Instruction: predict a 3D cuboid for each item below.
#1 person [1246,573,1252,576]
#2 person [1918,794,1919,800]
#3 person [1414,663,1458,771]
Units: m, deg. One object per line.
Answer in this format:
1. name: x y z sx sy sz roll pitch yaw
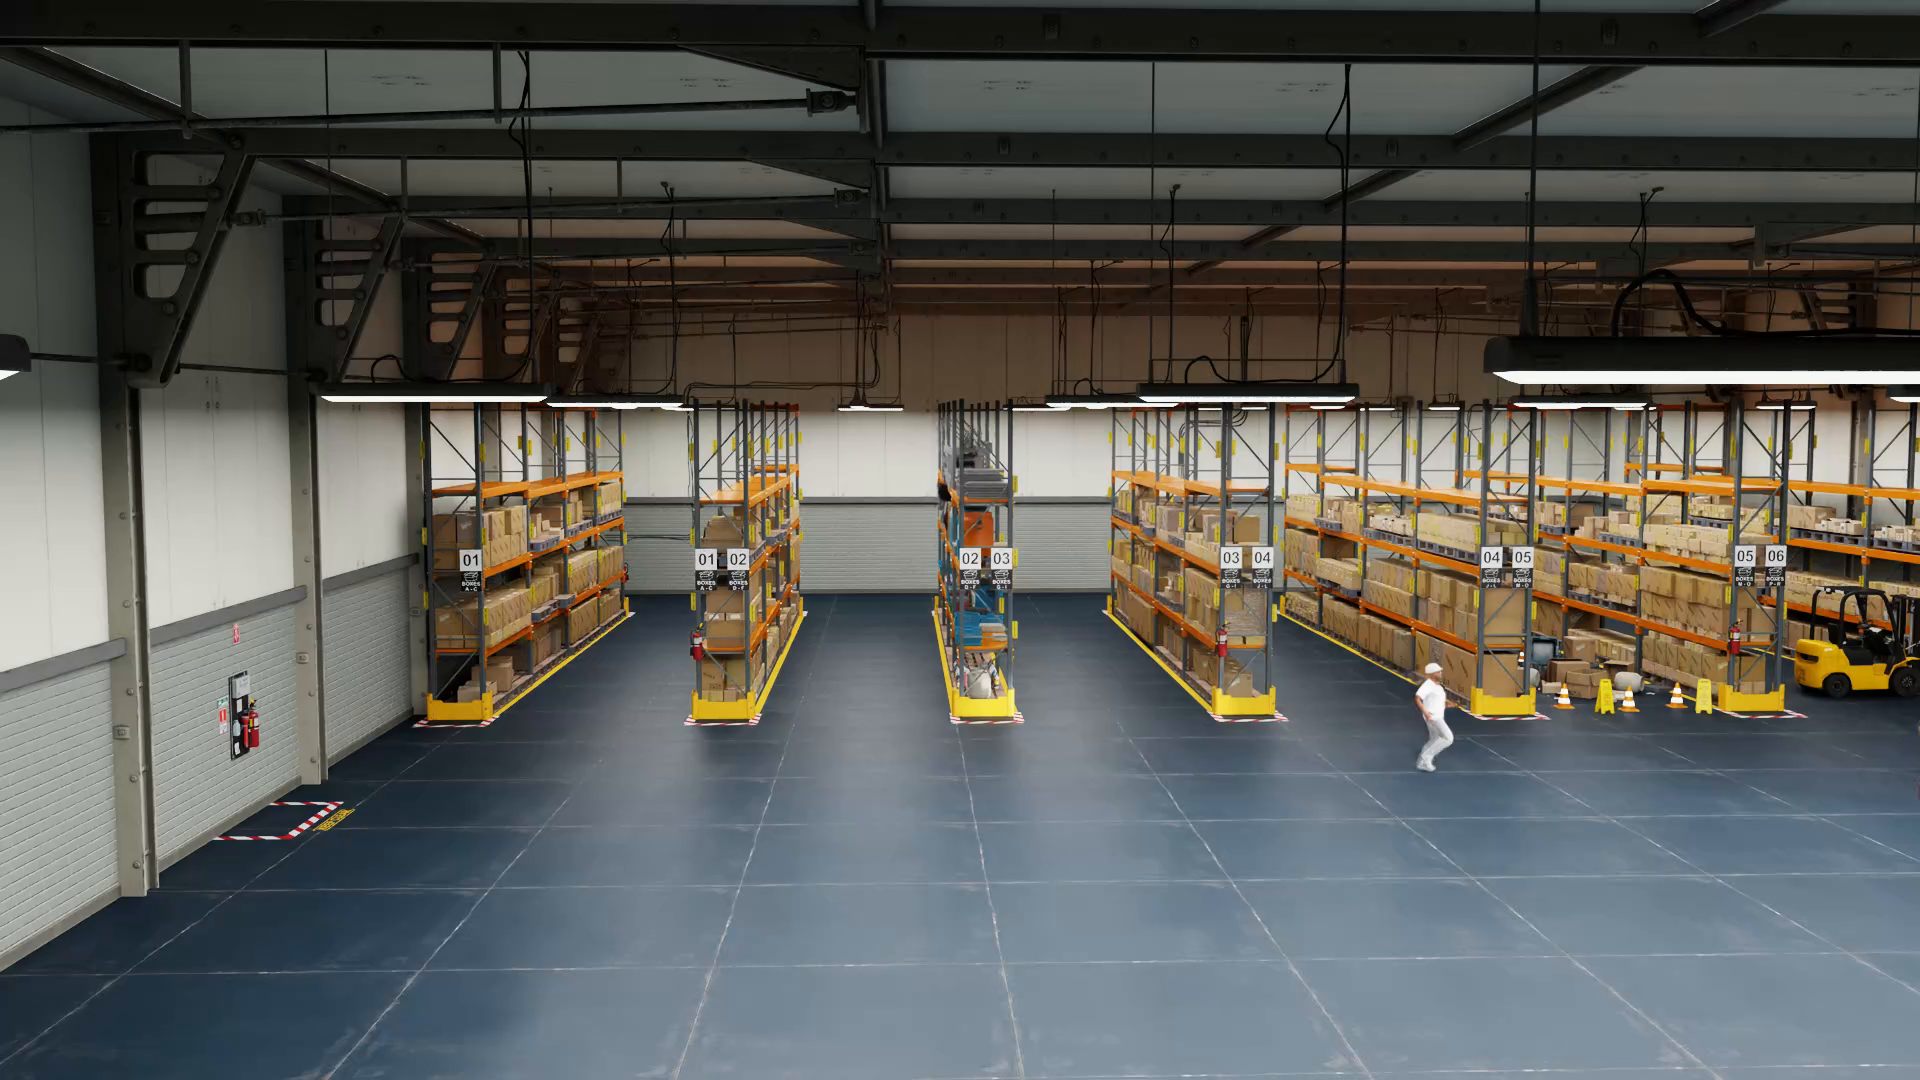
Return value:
1. person: 8.644 1.190 48.550 0.944 1.691 0.738 -3 6 -38
2. person: 14.359 3.069 24.289 0.566 1.606 0.593 3 5 32
3. person: 7.604 2.826 26.526 0.634 1.715 0.683 2 5 22
